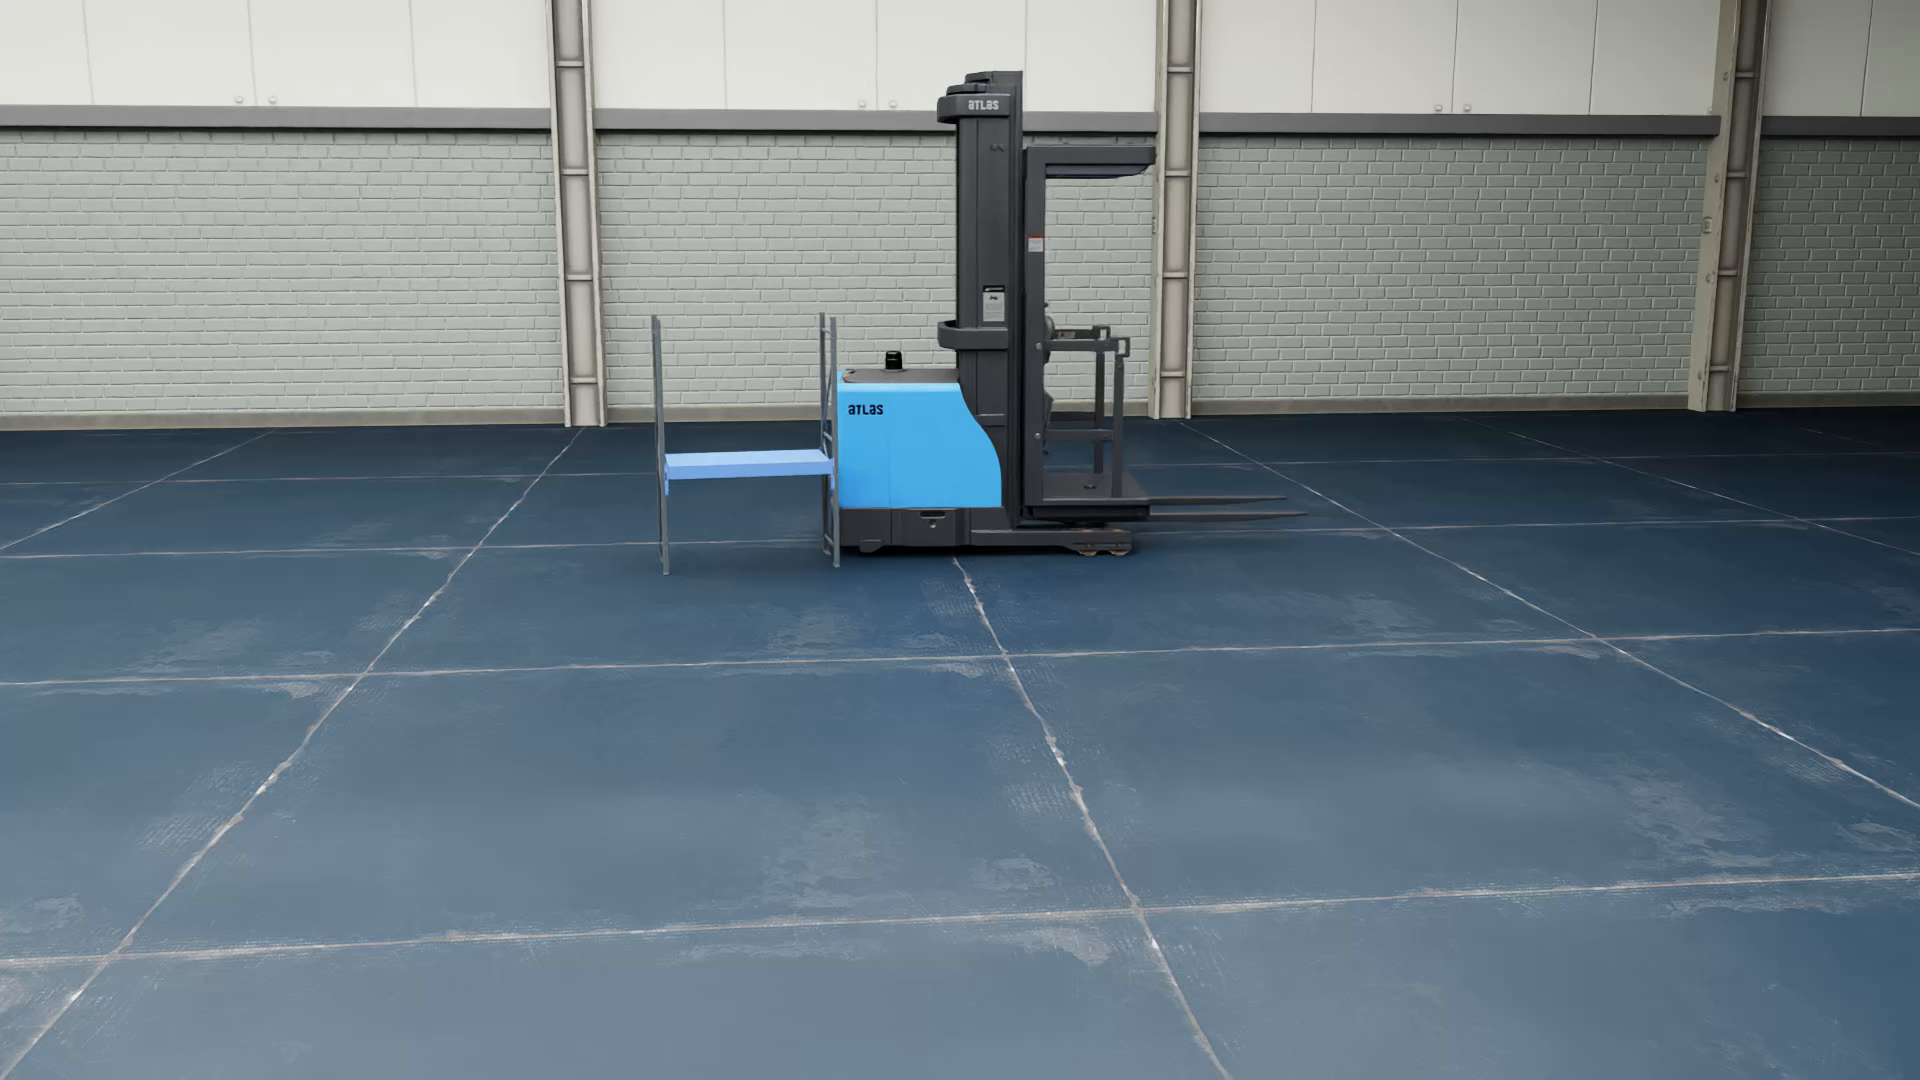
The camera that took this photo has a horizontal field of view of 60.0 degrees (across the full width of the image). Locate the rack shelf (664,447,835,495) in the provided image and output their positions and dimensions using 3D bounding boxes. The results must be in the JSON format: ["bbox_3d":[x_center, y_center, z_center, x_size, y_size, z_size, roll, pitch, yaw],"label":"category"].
[{"bbox_3d":[-1.292,-0.420,10.051,1.000,0.185,0.538,-3,11,-13],"label":"rack shelf"}]

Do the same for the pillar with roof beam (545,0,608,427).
[{"bbox_3d":[-3.306,-4.756,11.731,0.400,9.000,9.100,-1,11,-6],"label":"pillar with roof beam"}]

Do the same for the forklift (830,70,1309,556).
[{"bbox_3d":[0.693,-1.440,10.593,3.031,2.935,1.130,0,11,-2],"label":"forklift"}]

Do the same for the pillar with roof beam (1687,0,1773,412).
[{"bbox_3d":[8.624,-5.006,13.003,0.400,9.000,9.100,-1,11,-6],"label":"pillar with roof beam"}]

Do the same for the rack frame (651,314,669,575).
[{"bbox_3d":[-1.787,-0.575,9.905,0.032,1.500,0.500,-3,11,-13],"label":"rack frame"}]

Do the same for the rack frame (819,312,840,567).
[{"bbox_3d":[-0.796,-0.619,10.128,0.032,1.500,0.500,-3,11,-13],"label":"rack frame"}]

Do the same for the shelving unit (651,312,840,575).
[{"bbox_3d":[-1.292,-0.597,10.016,1.048,1.500,0.538,-3,11,-13],"label":"shelving unit"}]

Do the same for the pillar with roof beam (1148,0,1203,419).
[{"bbox_3d":[2.659,-4.881,12.367,0.400,9.000,9.100,-1,11,-6],"label":"pillar with roof beam"}]
